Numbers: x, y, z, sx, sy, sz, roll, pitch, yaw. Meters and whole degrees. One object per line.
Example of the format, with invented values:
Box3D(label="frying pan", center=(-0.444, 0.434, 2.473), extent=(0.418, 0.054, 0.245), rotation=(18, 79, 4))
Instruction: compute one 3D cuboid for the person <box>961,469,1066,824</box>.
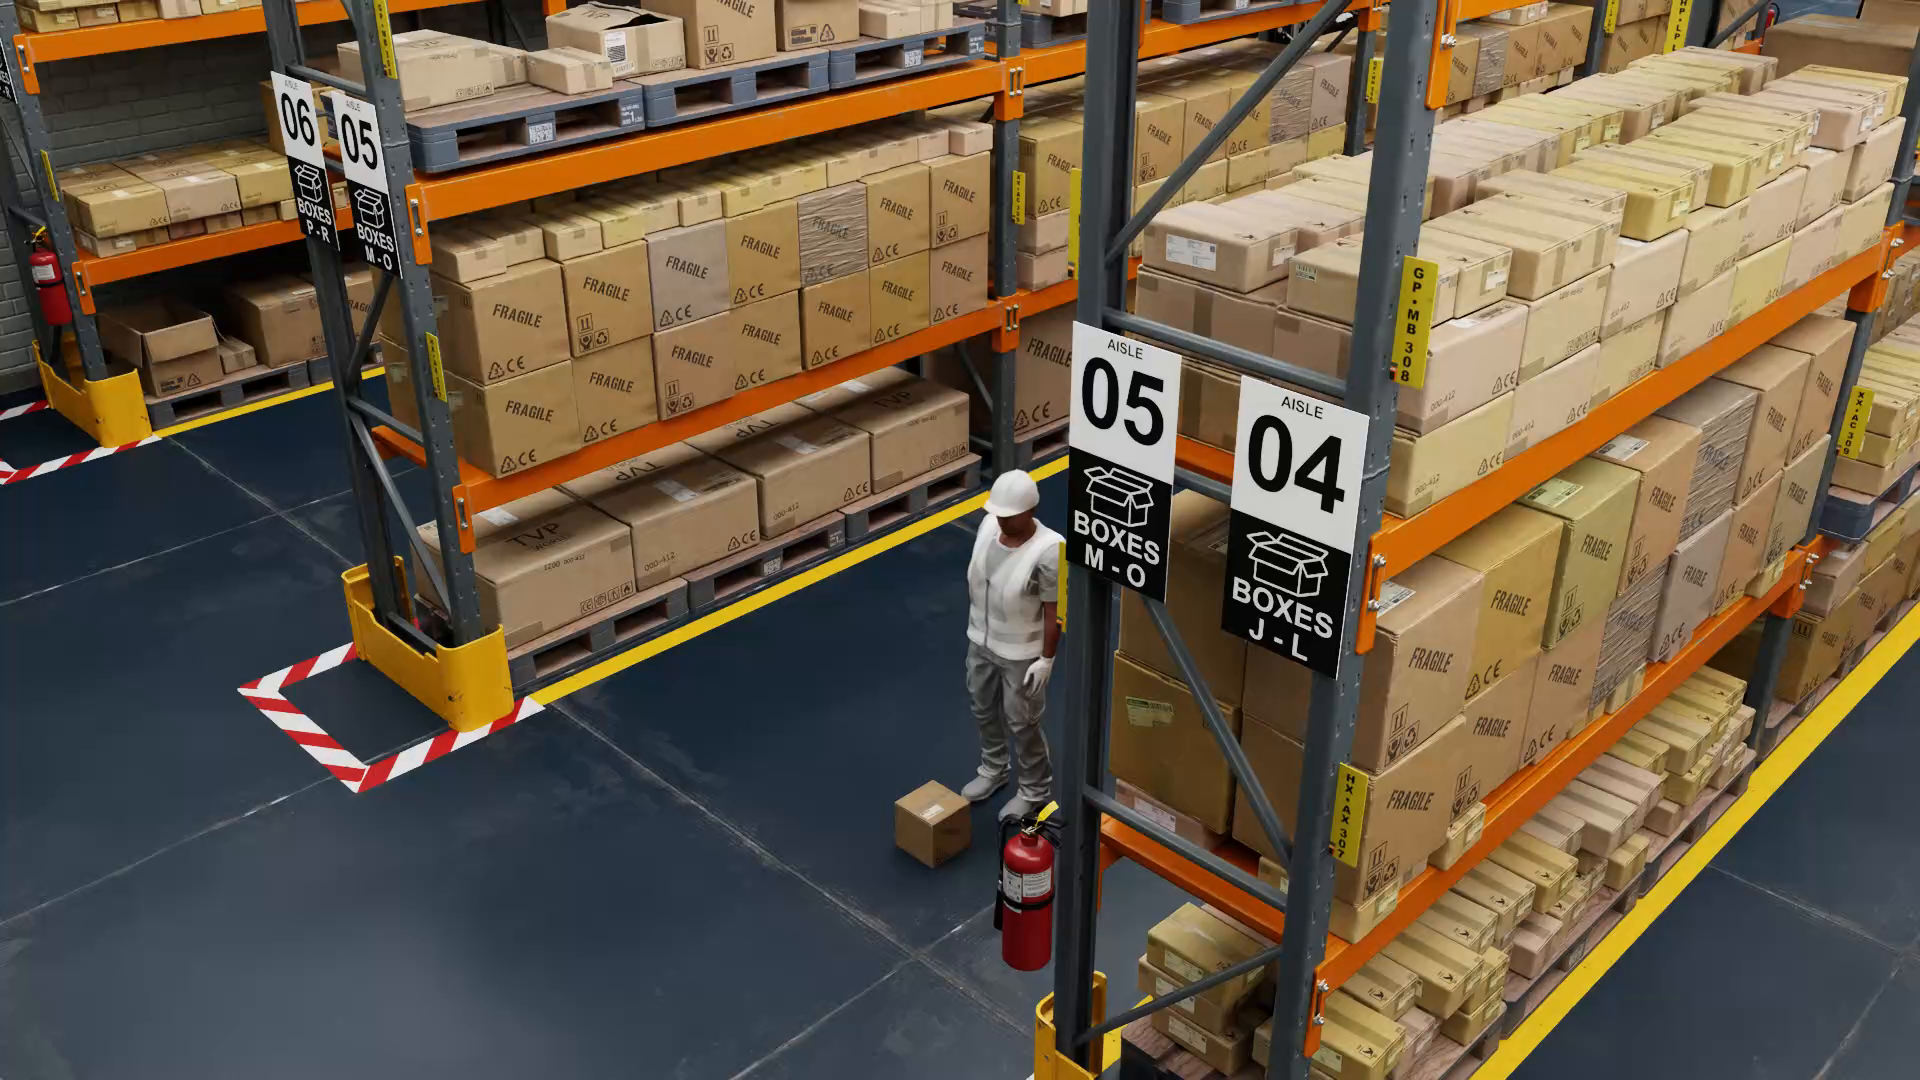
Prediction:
Box3D(label="person", center=(0.246, 0.483, 7.676), extent=(0.359, 1.775, 0.548), rotation=(-24, 36, -38))
